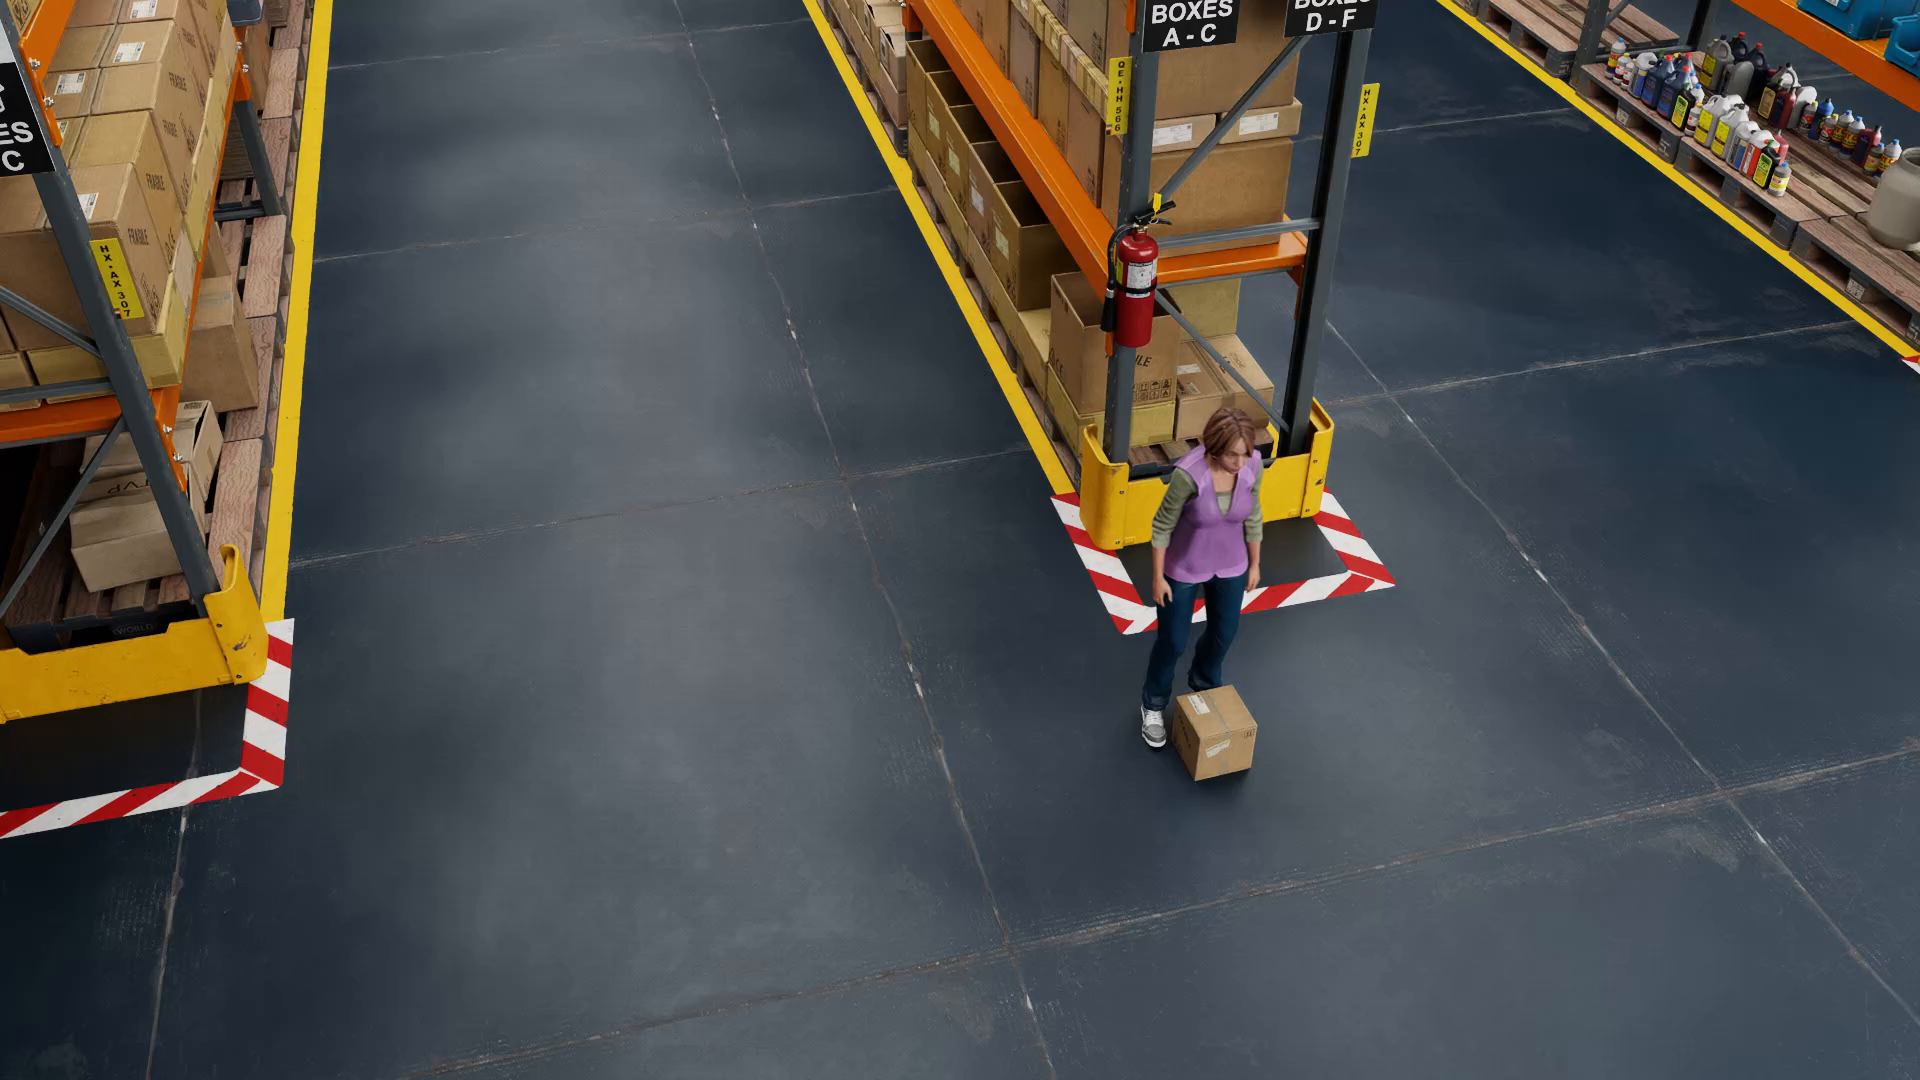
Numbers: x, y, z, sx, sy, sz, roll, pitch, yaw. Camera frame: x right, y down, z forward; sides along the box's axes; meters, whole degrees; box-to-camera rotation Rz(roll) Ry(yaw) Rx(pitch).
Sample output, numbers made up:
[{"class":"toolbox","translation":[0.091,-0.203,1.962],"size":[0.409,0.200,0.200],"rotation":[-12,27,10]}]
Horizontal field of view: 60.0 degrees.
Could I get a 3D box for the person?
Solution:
[{"class":"person","translation":[0.966,0.123,6.568],"size":[0.460,1.593,0.343],"rotation":[-9,40,-11]}]
